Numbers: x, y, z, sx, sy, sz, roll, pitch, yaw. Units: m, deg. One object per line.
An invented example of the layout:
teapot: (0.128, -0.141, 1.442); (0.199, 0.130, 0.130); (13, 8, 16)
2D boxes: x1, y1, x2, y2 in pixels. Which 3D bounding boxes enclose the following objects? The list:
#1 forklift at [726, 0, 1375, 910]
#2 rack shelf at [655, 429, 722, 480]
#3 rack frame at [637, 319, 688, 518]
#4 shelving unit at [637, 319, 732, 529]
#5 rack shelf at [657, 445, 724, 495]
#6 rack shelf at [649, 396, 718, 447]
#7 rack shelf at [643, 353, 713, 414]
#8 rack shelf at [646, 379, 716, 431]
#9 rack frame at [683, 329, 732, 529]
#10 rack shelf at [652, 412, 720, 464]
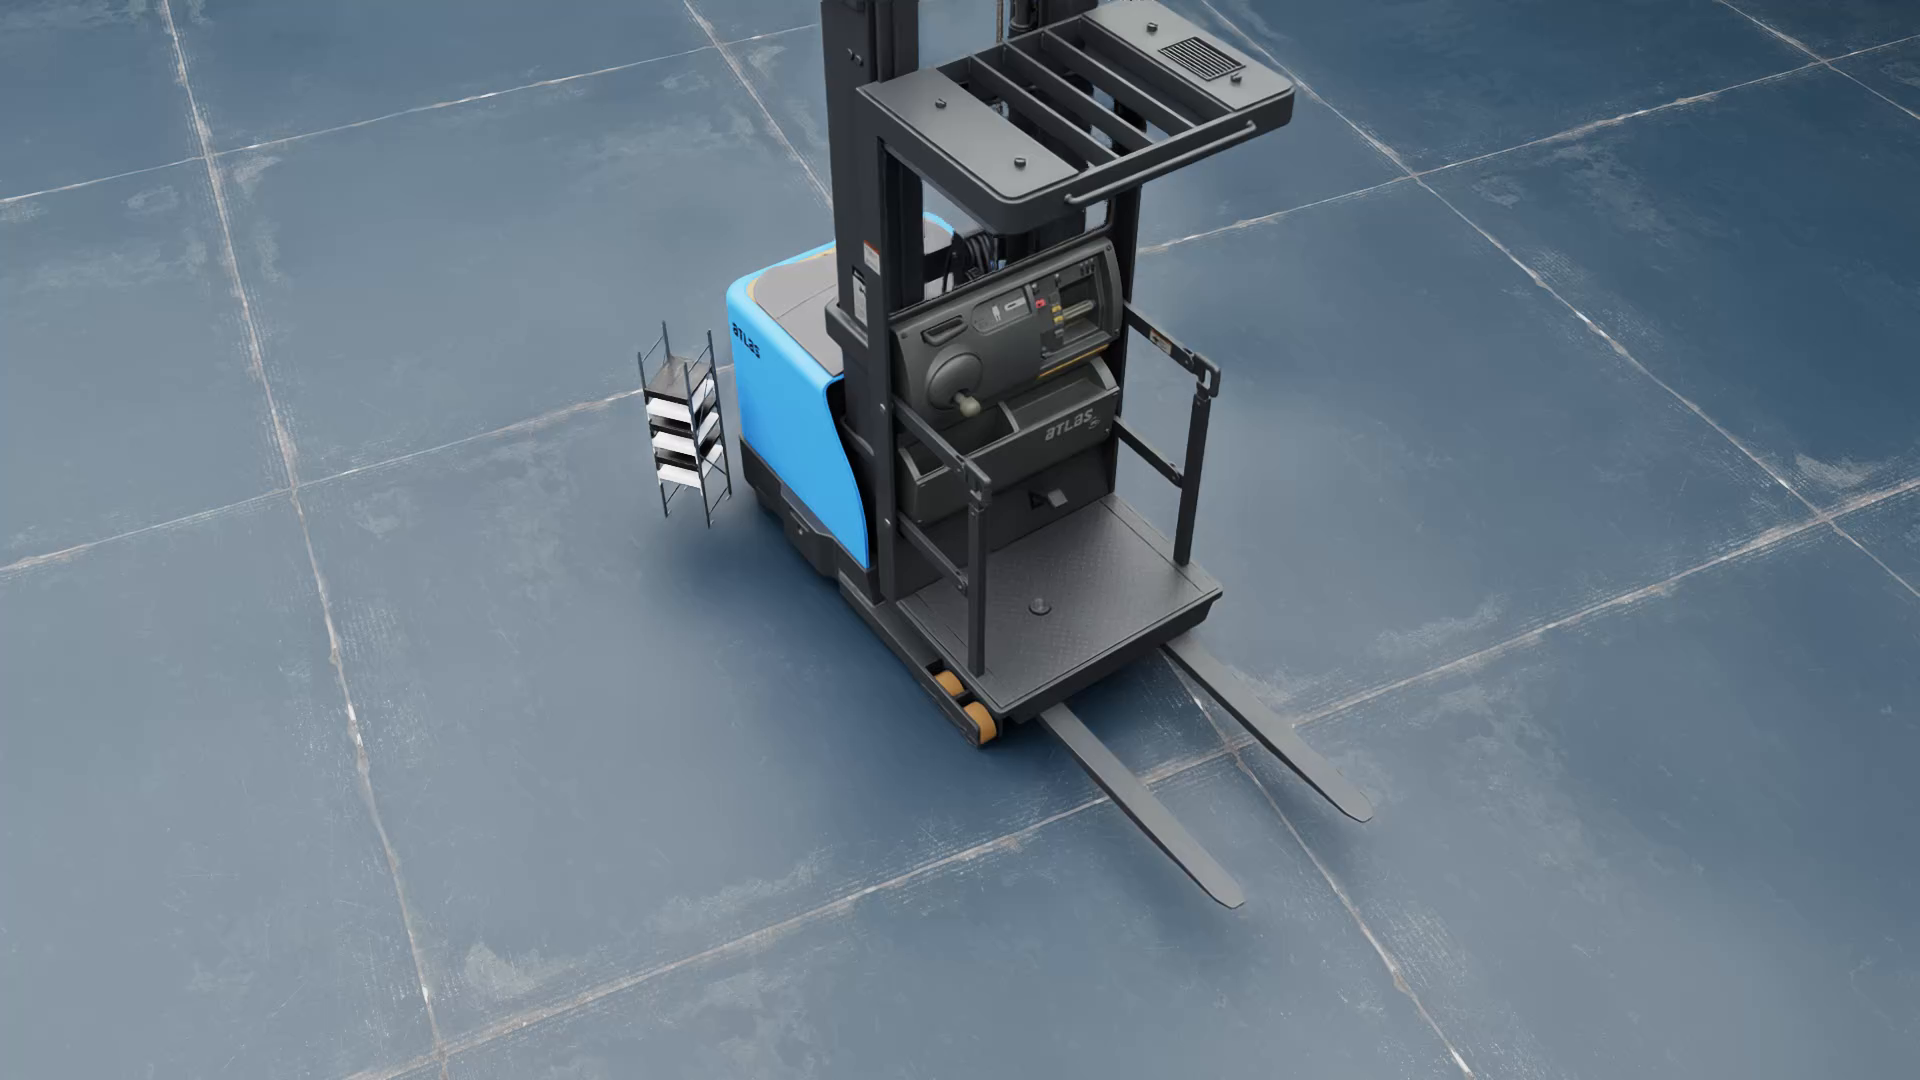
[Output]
forklift: (0.309, -0.654, 5.695); (1.130, 2.935, 3.031); (-26, 50, -24)
rack shelf: (-1.143, -0.384, 7.043); (0.200, 0.077, 0.258); (14, 46, 14)
rack frame: (-1.239, -0.496, 6.981); (0.006, 0.900, 0.240); (14, 46, 14)
shelving unit: (-1.143, -0.472, 6.957); (0.210, 0.900, 0.258); (14, 46, 14)
rack shelf: (-1.143, -0.320, 7.106); (0.200, 0.077, 0.258); (14, 46, 14)
rack shelf: (-1.143, -0.512, 6.917); (0.200, 0.077, 0.258); (14, 46, 14)
rack shelf: (-1.143, -0.640, 6.790); (0.200, 0.077, 0.258); (14, 46, 14)
rack shelf: (-1.143, -0.576, 6.853); (0.200, 0.077, 0.258); (14, 46, 14)
rack frame: (-1.047, -0.448, 6.932); (0.006, 0.900, 0.240); (14, 46, 14)
rack shelf: (-1.143, -0.448, 6.980); (0.200, 0.077, 0.258); (14, 46, 14)
